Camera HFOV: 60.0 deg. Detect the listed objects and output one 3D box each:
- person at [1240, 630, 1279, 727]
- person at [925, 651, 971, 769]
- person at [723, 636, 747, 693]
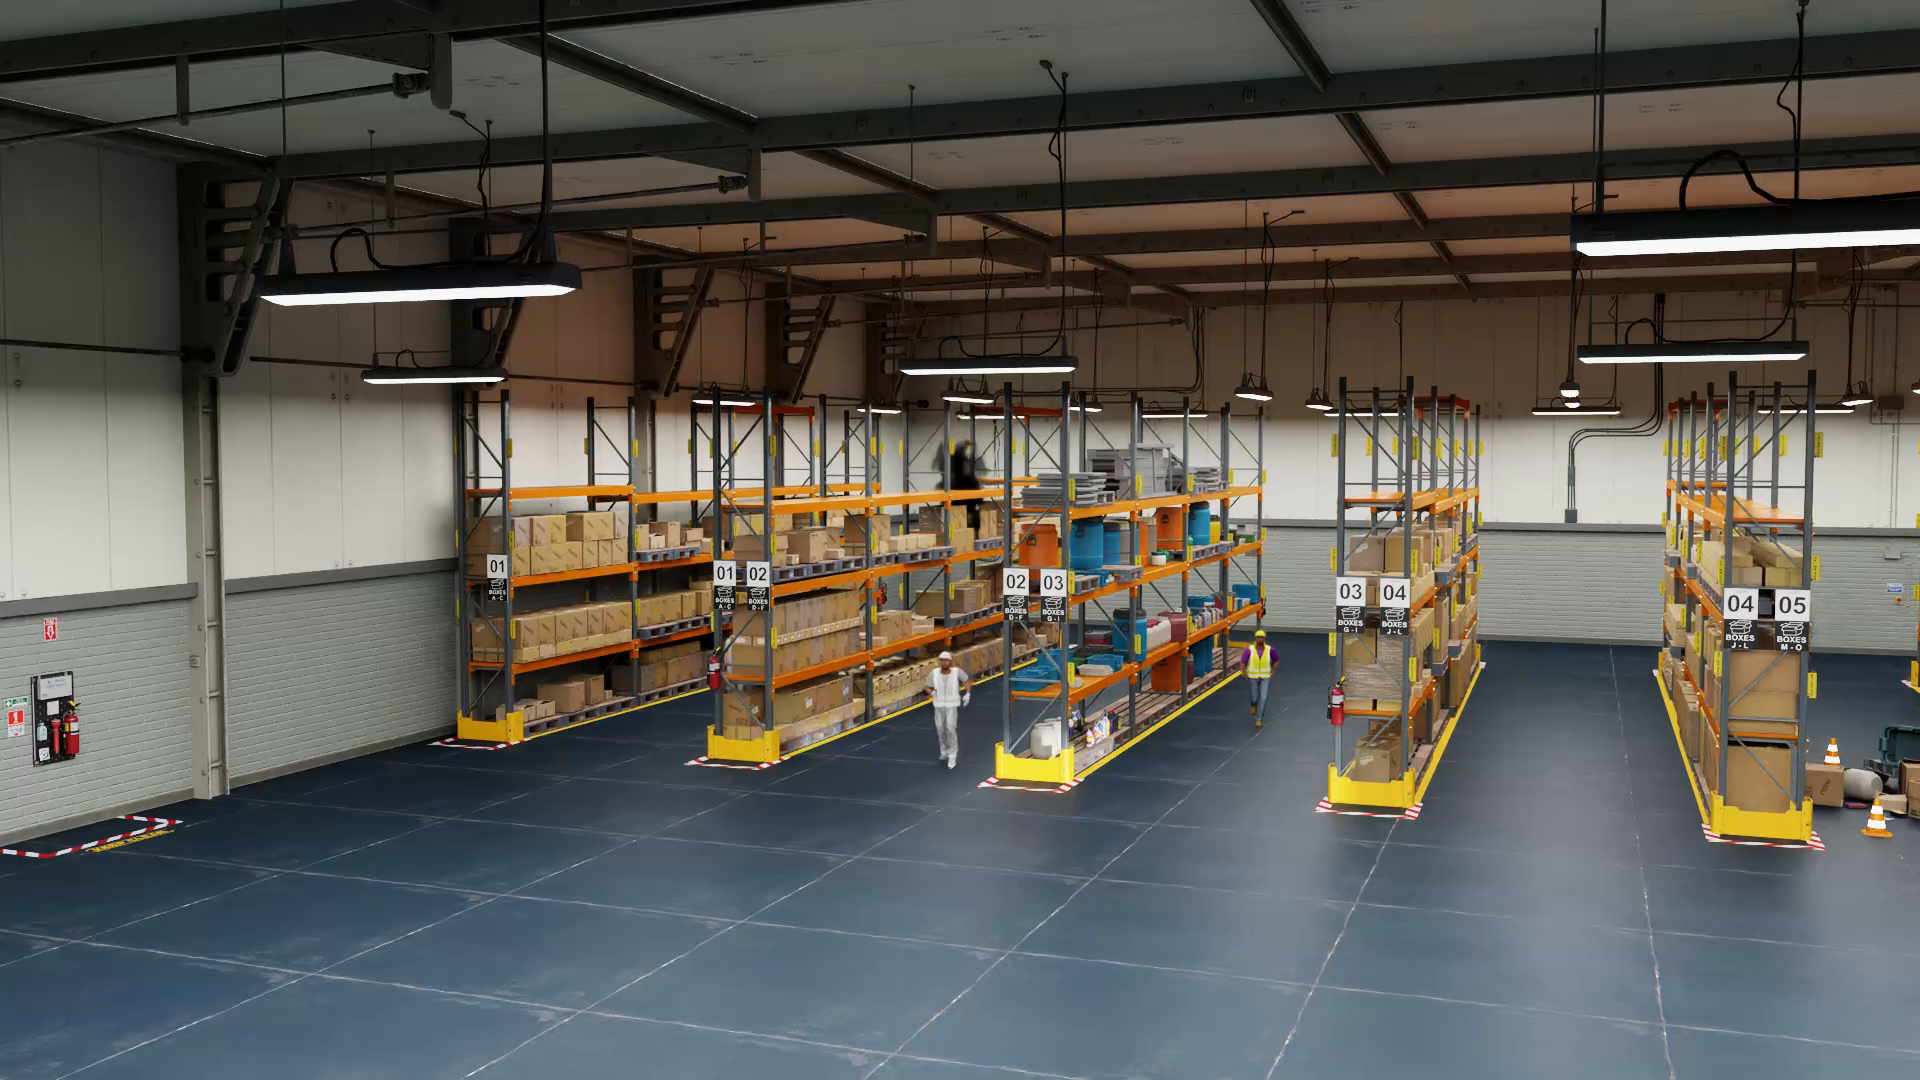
[{"bbox_3d":[5.421,2.491,30.038,0.700,1.730,0.712,0,3,7],"label":"person"},{"bbox_3d":[-0.208,2.672,26.236,0.707,1.846,0.751,1,3,11],"label":"person"},{"bbox_3d":[-4.197,2.401,31.302,0.651,1.740,0.602,0,3,6],"label":"person"}]
